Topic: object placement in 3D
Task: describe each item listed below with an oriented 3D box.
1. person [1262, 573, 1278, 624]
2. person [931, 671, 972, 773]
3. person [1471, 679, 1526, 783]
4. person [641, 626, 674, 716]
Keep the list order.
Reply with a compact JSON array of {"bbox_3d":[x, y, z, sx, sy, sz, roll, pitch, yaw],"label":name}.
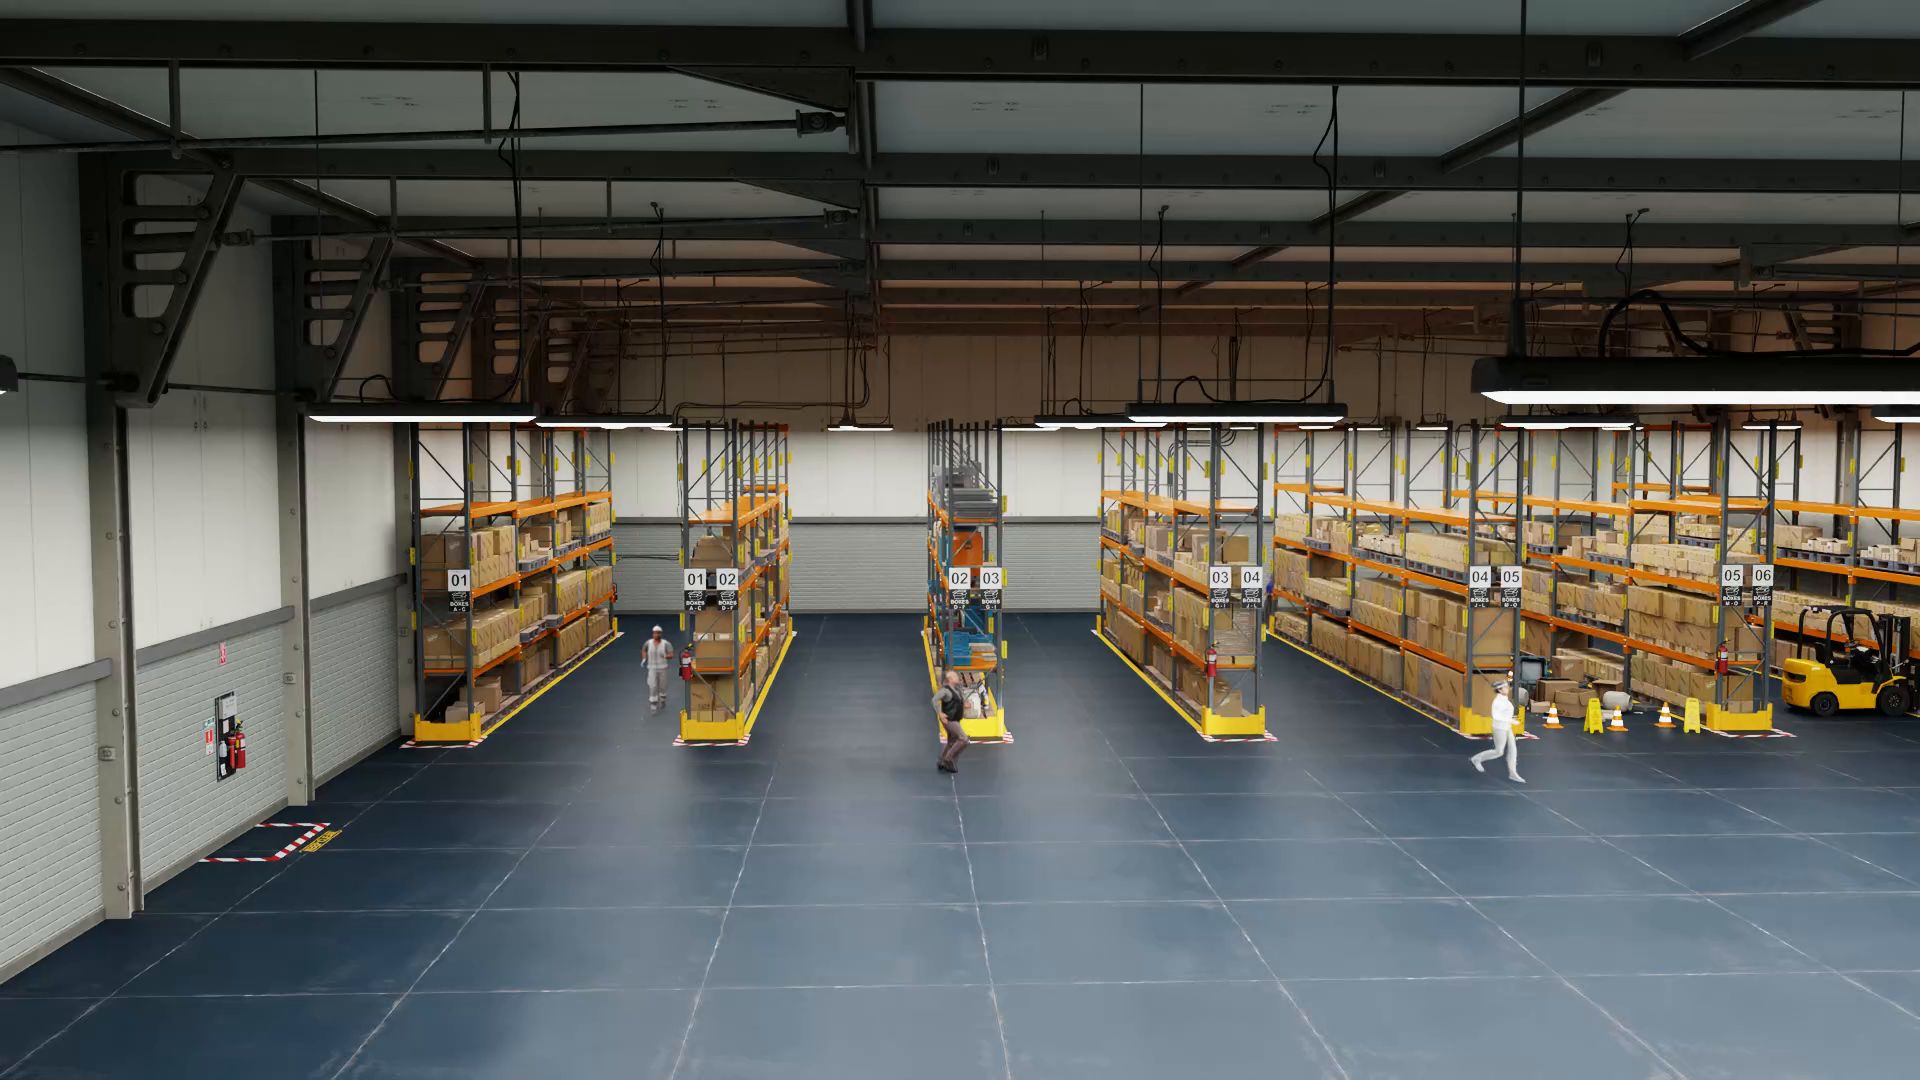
[{"bbox_3d":[9.189,1.786,48.873,0.796,1.675,0.585,-1,4,-17],"label":"person"},{"bbox_3d":[-0.103,3.066,28.036,0.642,1.698,0.644,1,4,18],"label":"person"},{"bbox_3d":[8.904,3.130,27.442,0.882,1.700,0.617,2,4,34],"label":"person"},{"bbox_3d":[-6.151,2.634,33.832,0.658,1.769,1.005,0,4,-7],"label":"person"}]
